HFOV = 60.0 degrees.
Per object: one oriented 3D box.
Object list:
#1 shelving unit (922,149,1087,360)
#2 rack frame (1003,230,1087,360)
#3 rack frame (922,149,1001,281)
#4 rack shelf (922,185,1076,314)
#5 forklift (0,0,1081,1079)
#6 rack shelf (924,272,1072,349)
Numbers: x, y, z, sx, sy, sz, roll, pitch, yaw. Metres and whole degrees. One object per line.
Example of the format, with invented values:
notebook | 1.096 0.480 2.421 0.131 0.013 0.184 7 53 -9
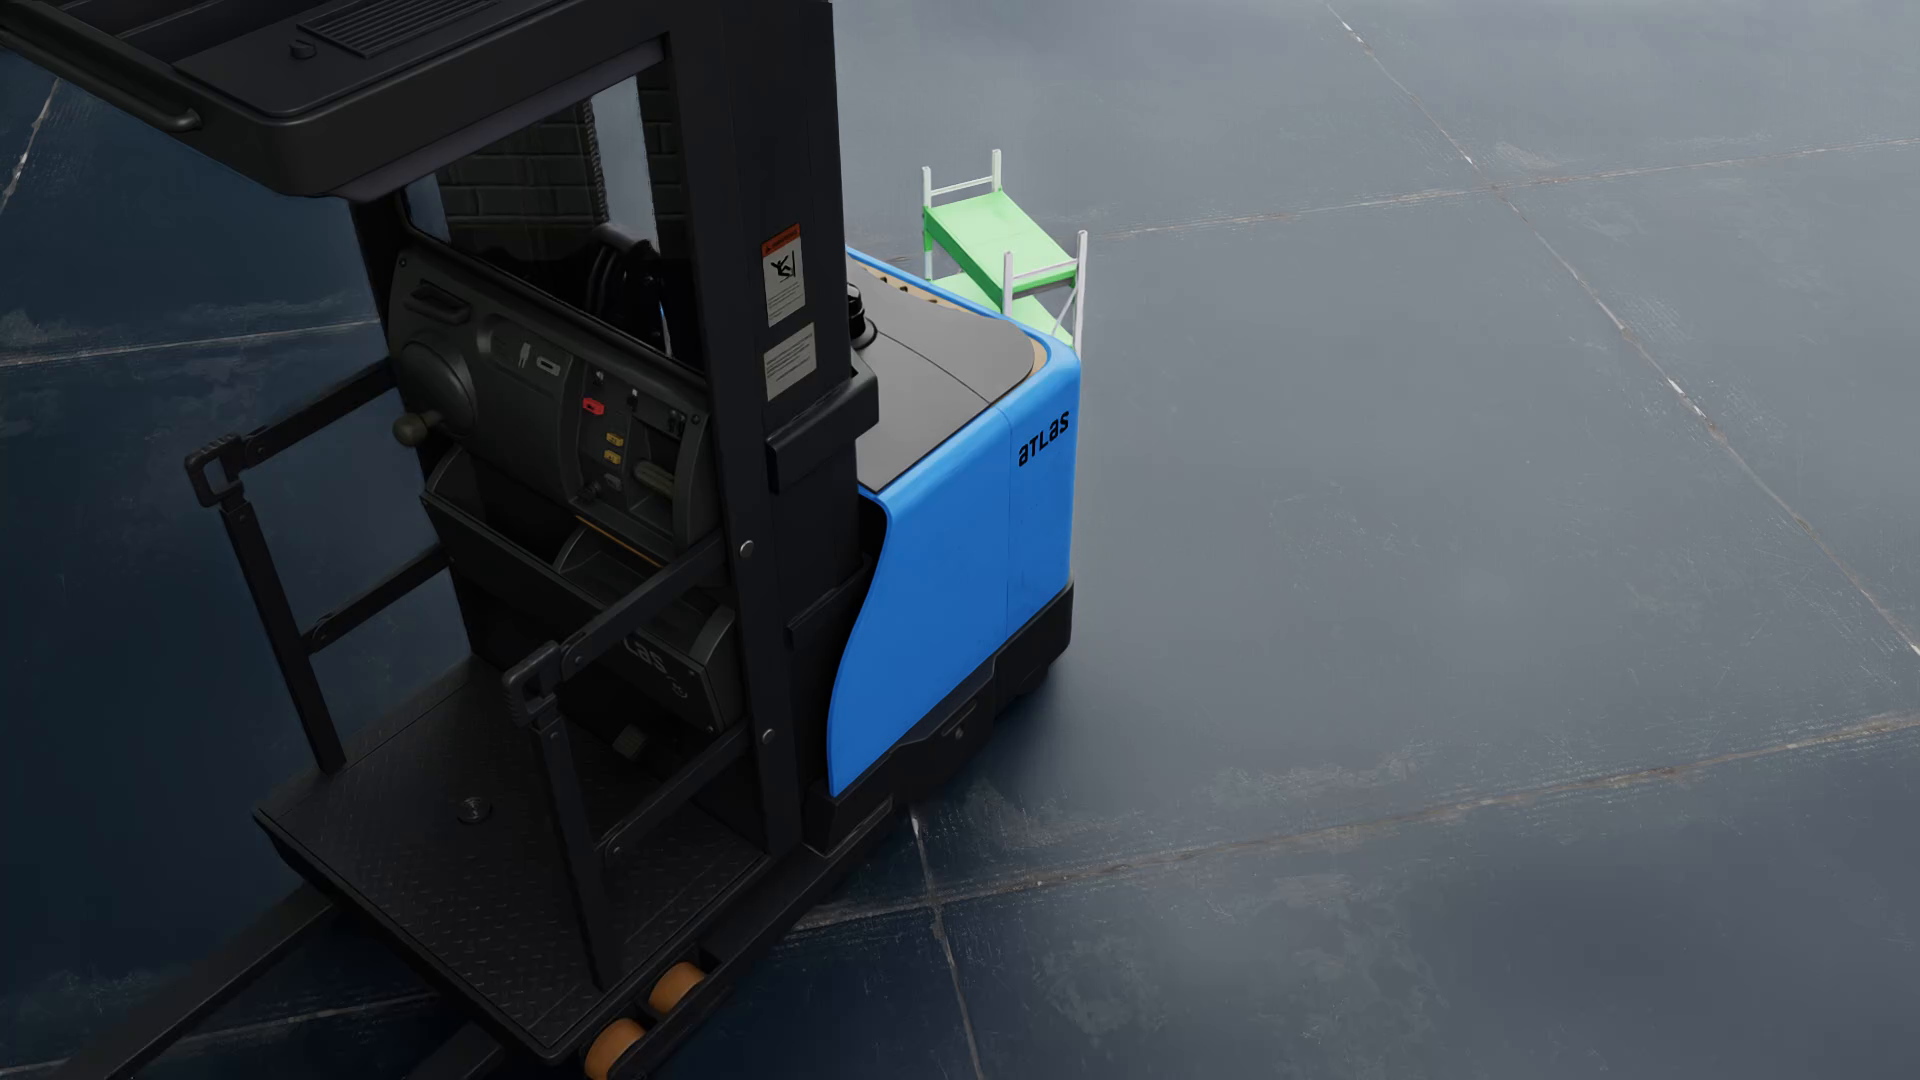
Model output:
shelving unit | 0.114 -0.468 4.874 0.258 1.200 0.503 -18 45 -20
rack frame | 0.223 -0.323 4.710 0.240 1.200 0.015 -18 45 -20
rack frame | 0.005 -0.613 5.037 0.240 1.200 0.015 -18 45 -20
rack shelf | 0.114 -0.779 4.597 0.258 0.148 0.480 -18 45 -20
forklift | -0.989 -0.207 3.276 1.130 2.935 3.031 28 49 28
rack shelf | 0.114 -0.600 4.757 0.258 0.148 0.480 -18 45 -20
